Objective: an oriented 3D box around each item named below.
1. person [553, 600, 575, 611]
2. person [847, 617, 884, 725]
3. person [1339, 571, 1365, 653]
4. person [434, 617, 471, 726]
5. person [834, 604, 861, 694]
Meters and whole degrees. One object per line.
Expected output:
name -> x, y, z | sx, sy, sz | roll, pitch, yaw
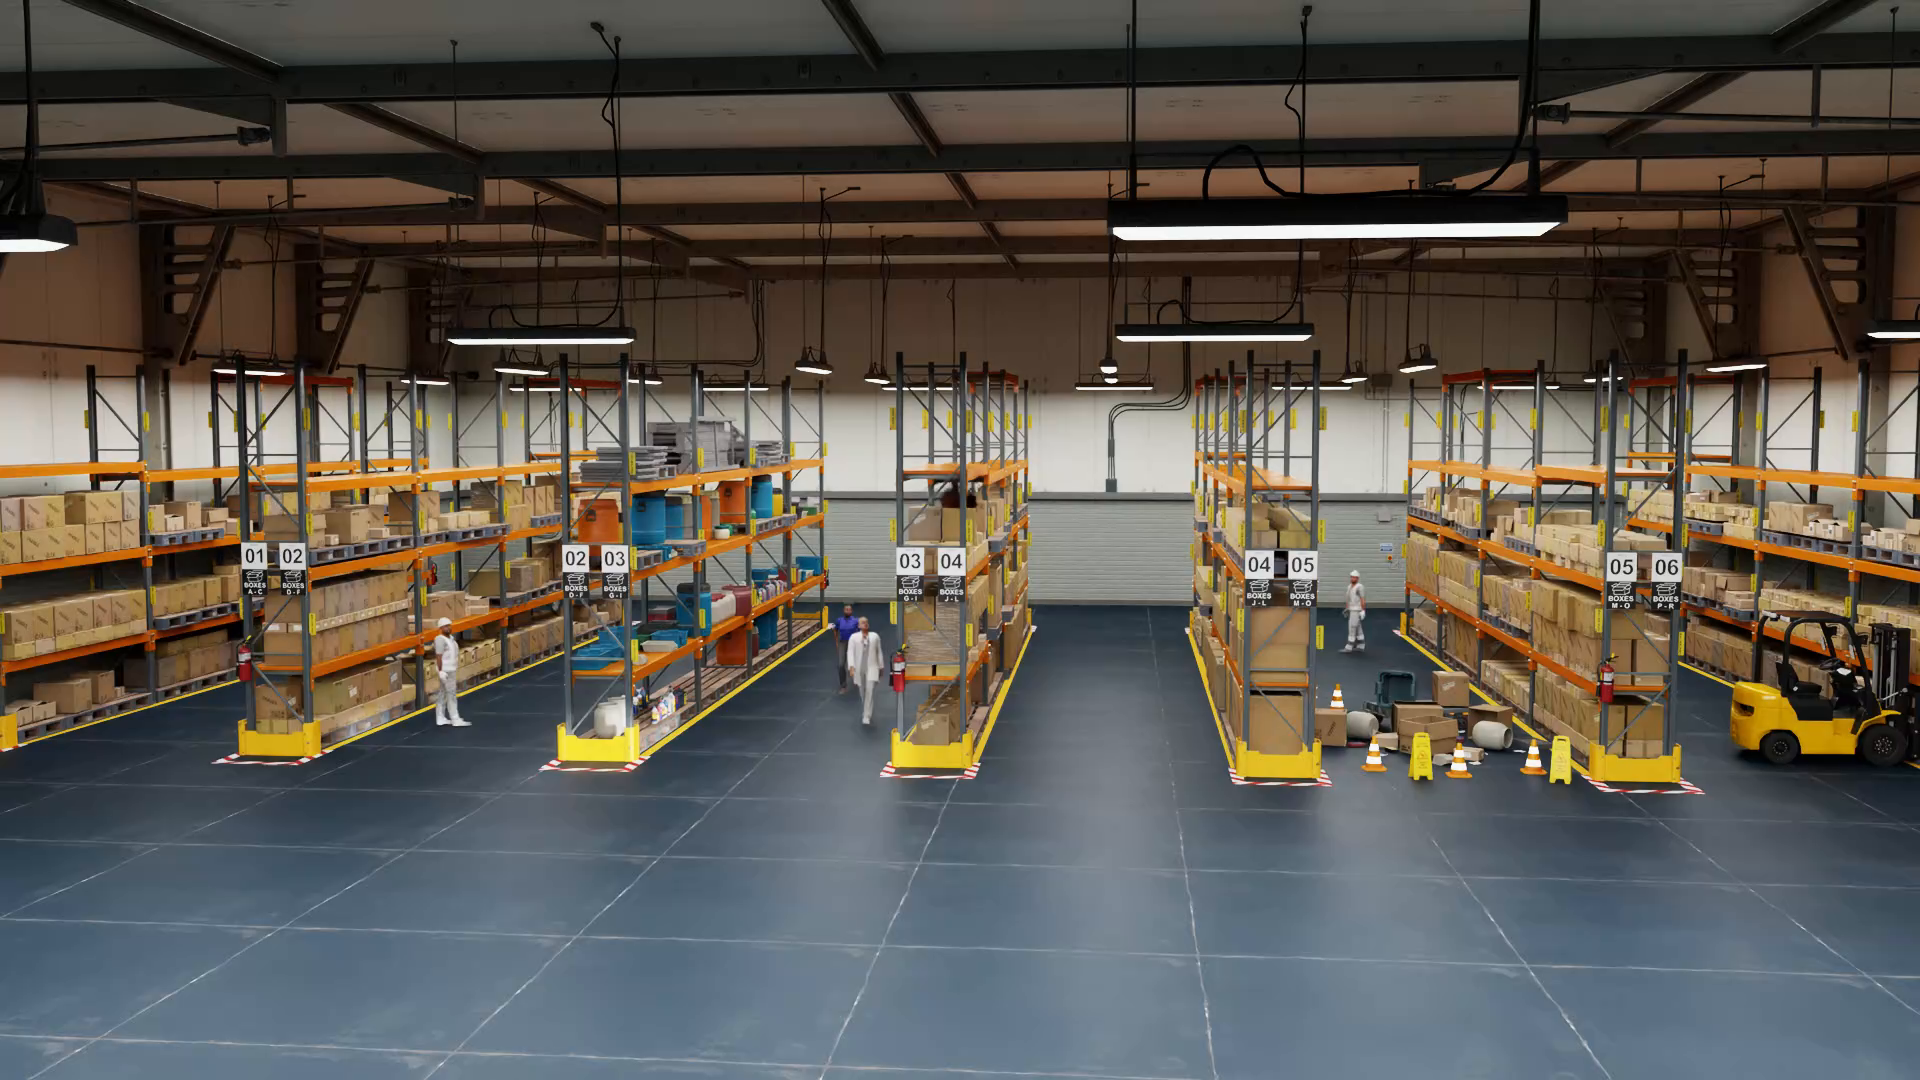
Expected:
person -> -9.978, 1.196, 41.725 | 0.577, 1.639, 0.956 | 2, 4, 25
person -> -1.604, 2.151, 27.680 | 0.571, 1.706, 1.105 | 1, 4, 12
person -> 8.493, 1.551, 36.107 | 0.633, 1.782, 0.581 | 0, 4, 0
person -> -8.364, 2.160, 27.410 | 0.569, 1.783, 0.575 | -1, 4, -15
person -> -2.061, 2.027, 30.881 | 0.615, 1.672, 0.744 | 1, 4, 13
